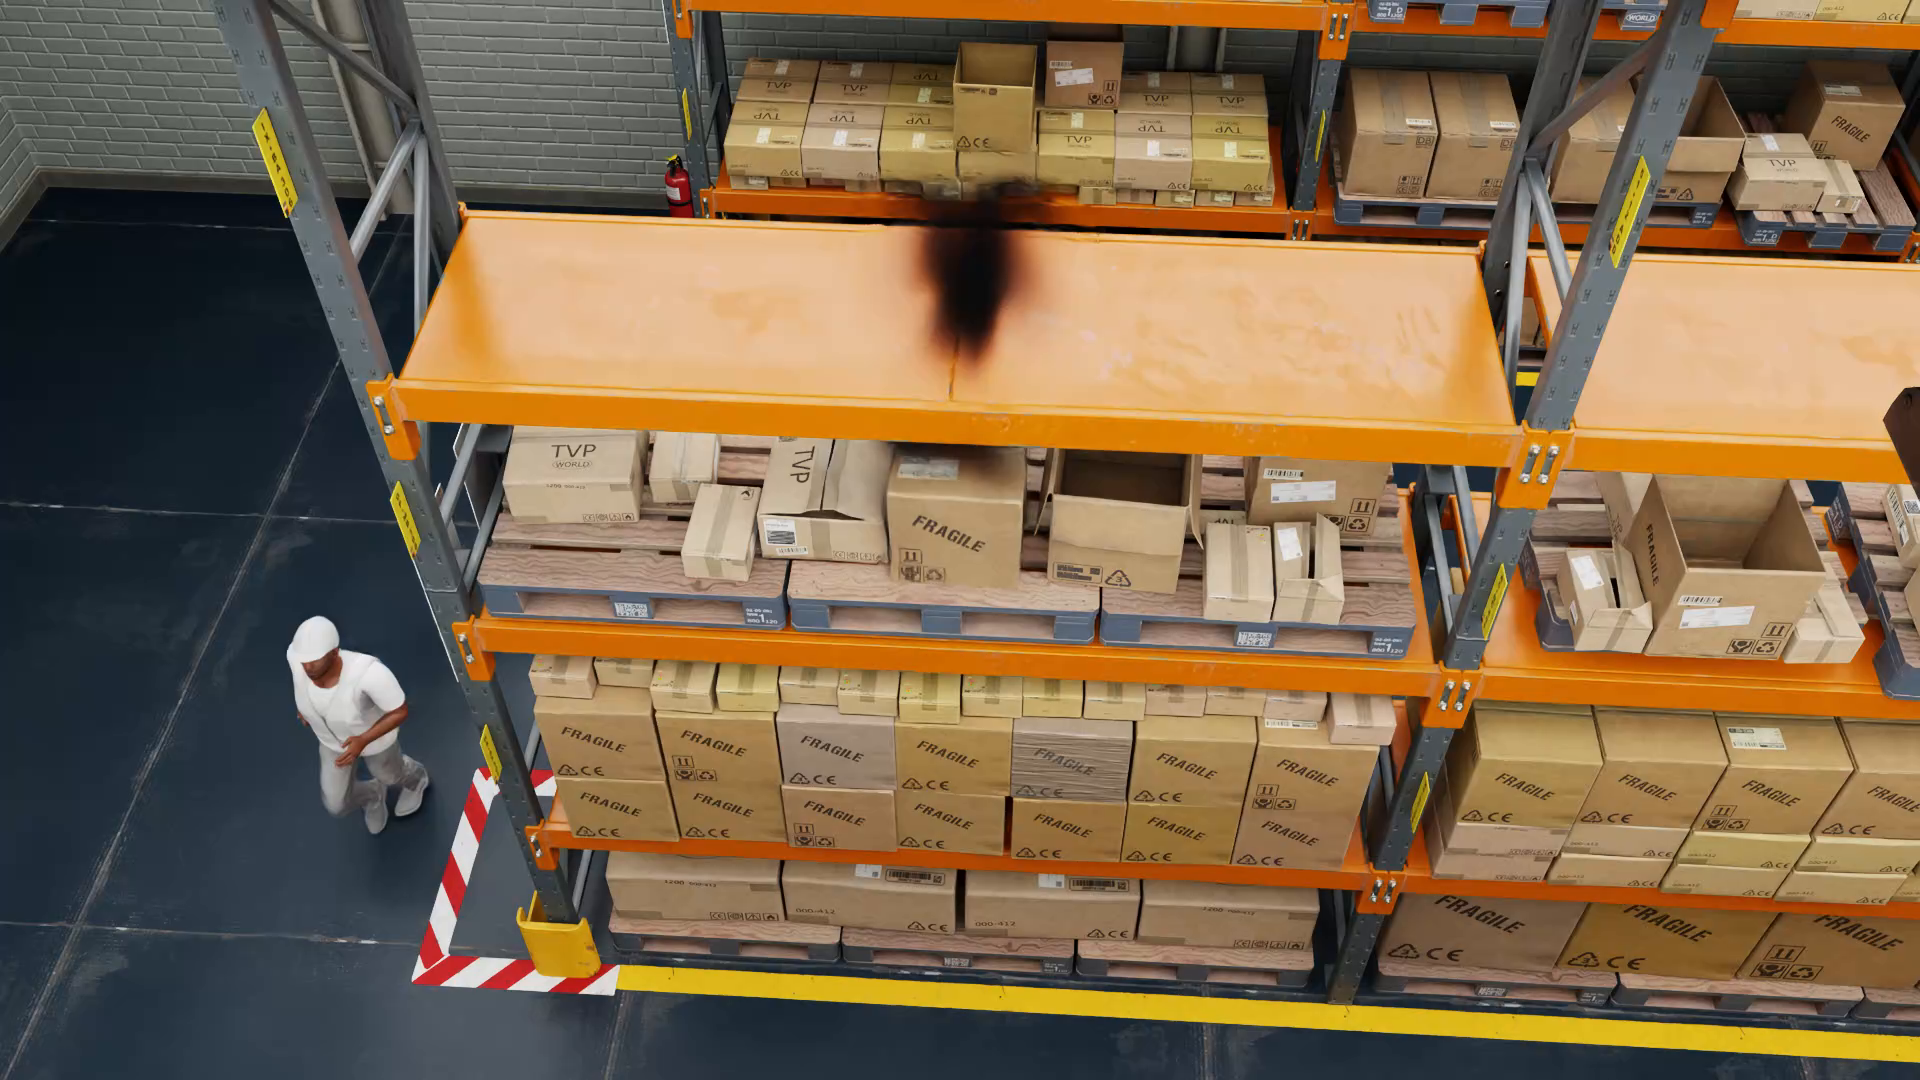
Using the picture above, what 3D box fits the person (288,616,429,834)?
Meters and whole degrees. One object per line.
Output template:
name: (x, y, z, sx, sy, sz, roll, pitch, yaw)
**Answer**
person: (-3.139, 1.018, 8.634, 0.689, 1.753, 0.664, 8, 48, 8)
